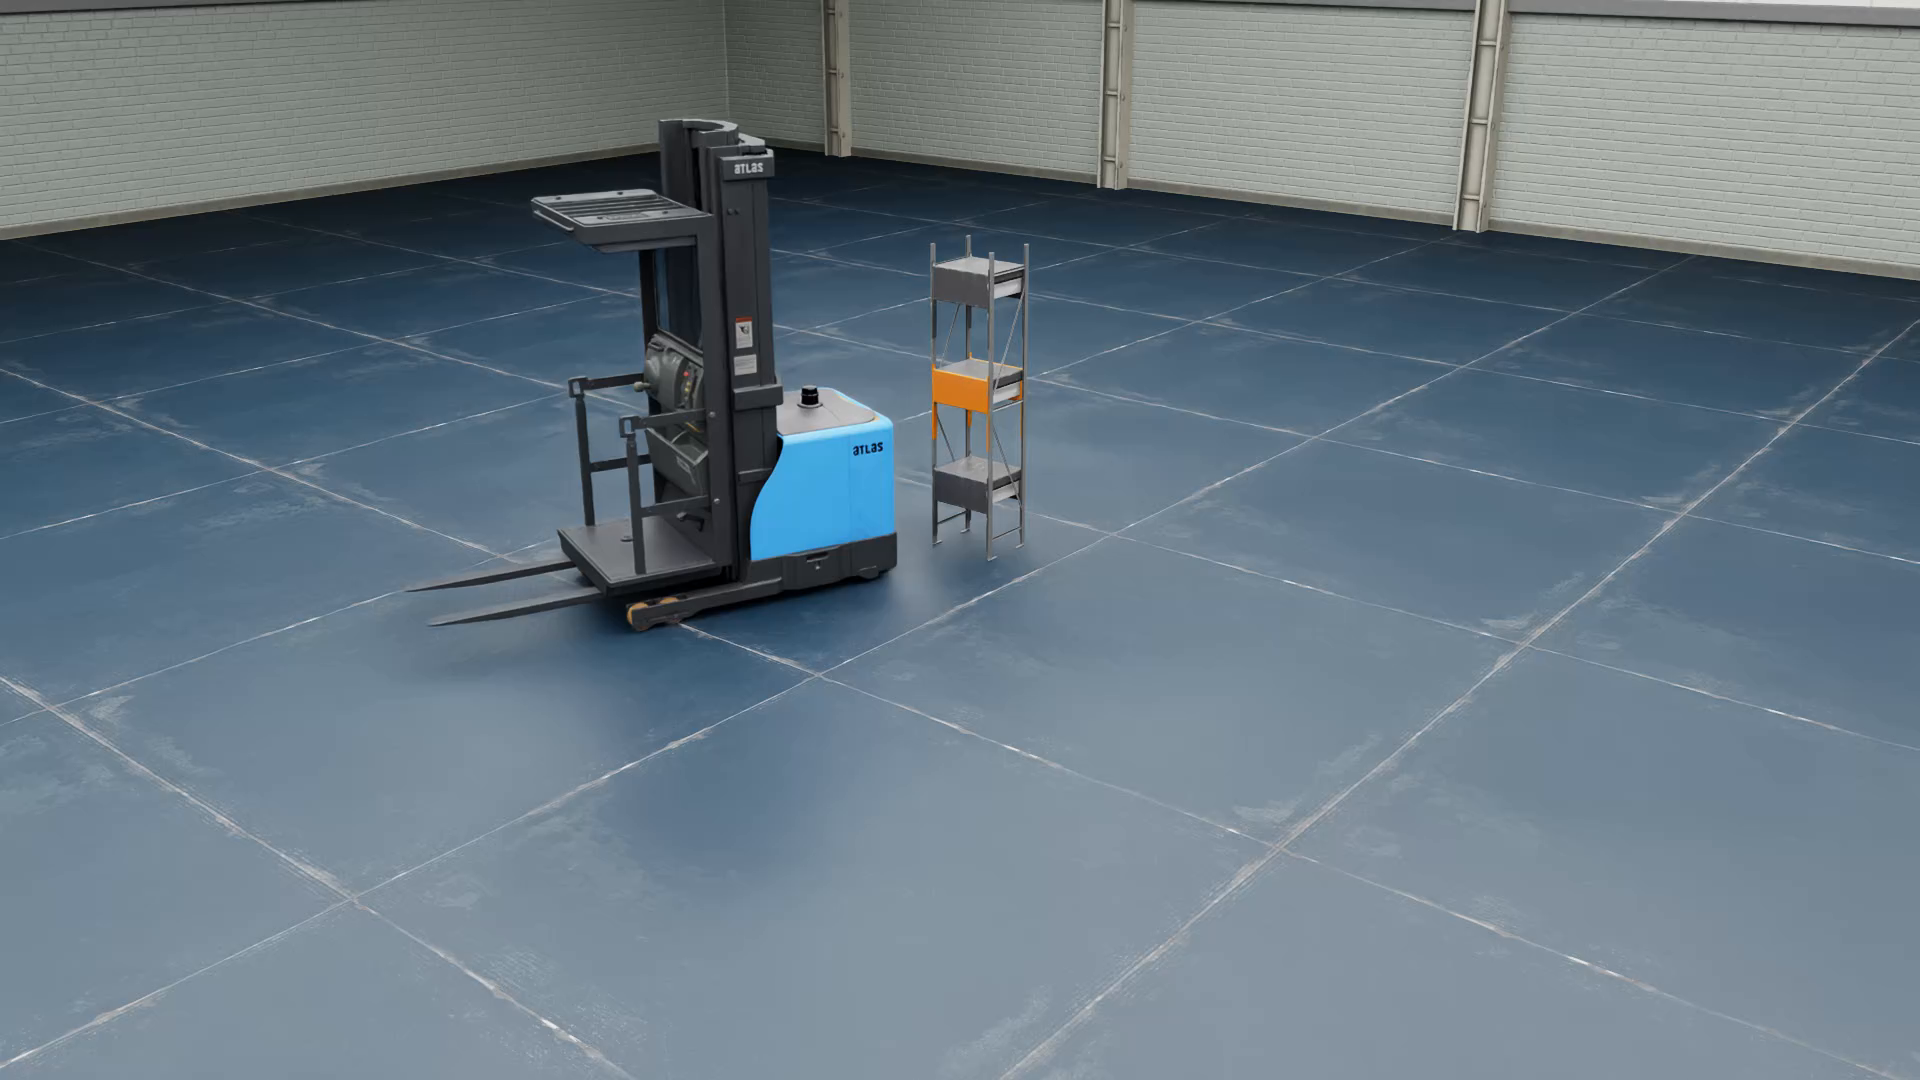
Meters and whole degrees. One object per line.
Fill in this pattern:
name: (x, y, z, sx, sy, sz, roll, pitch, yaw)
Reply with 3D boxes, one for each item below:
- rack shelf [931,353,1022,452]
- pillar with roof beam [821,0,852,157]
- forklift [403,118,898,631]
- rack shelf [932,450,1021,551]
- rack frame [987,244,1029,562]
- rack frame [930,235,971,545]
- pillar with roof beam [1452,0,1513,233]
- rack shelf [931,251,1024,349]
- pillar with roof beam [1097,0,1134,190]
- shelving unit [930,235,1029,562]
rack shelf: (0.128, -0.933, 11.205, 0.480, 0.518, 0.431, 16, 26, 36)
pillar with roof beam: (-4.928, -10.023, 25.494, 0.400, 9.000, 9.100, 16, 26, 36)
forklift: (-1.953, -1.029, 10.242, 3.031, 2.935, 1.130, -11, 23, -27)
rack shelf: (0.128, -0.278, 11.452, 0.480, 0.518, 0.431, 16, 26, 36)
rack frame: (0.317, -0.891, 11.055, 0.015, 2.100, 0.400, 16, 26, 36)
rack frame: (-0.061, -1.000, 11.344, 0.015, 2.100, 0.400, 16, 26, 36)
pillar with roof beam: (4.369, -7.346, 18.394, 0.400, 9.000, 9.100, 16, 26, 36)
rack shelf: (0.128, -1.588, 10.958, 0.480, 0.518, 0.431, 16, 26, 36)
pillar with roof beam: (-0.280, -8.684, 21.944, 0.400, 9.000, 9.100, 16, 26, 36)
shelving unit: (0.128, -0.946, 11.200, 0.503, 2.100, 0.431, 16, 26, 36)
